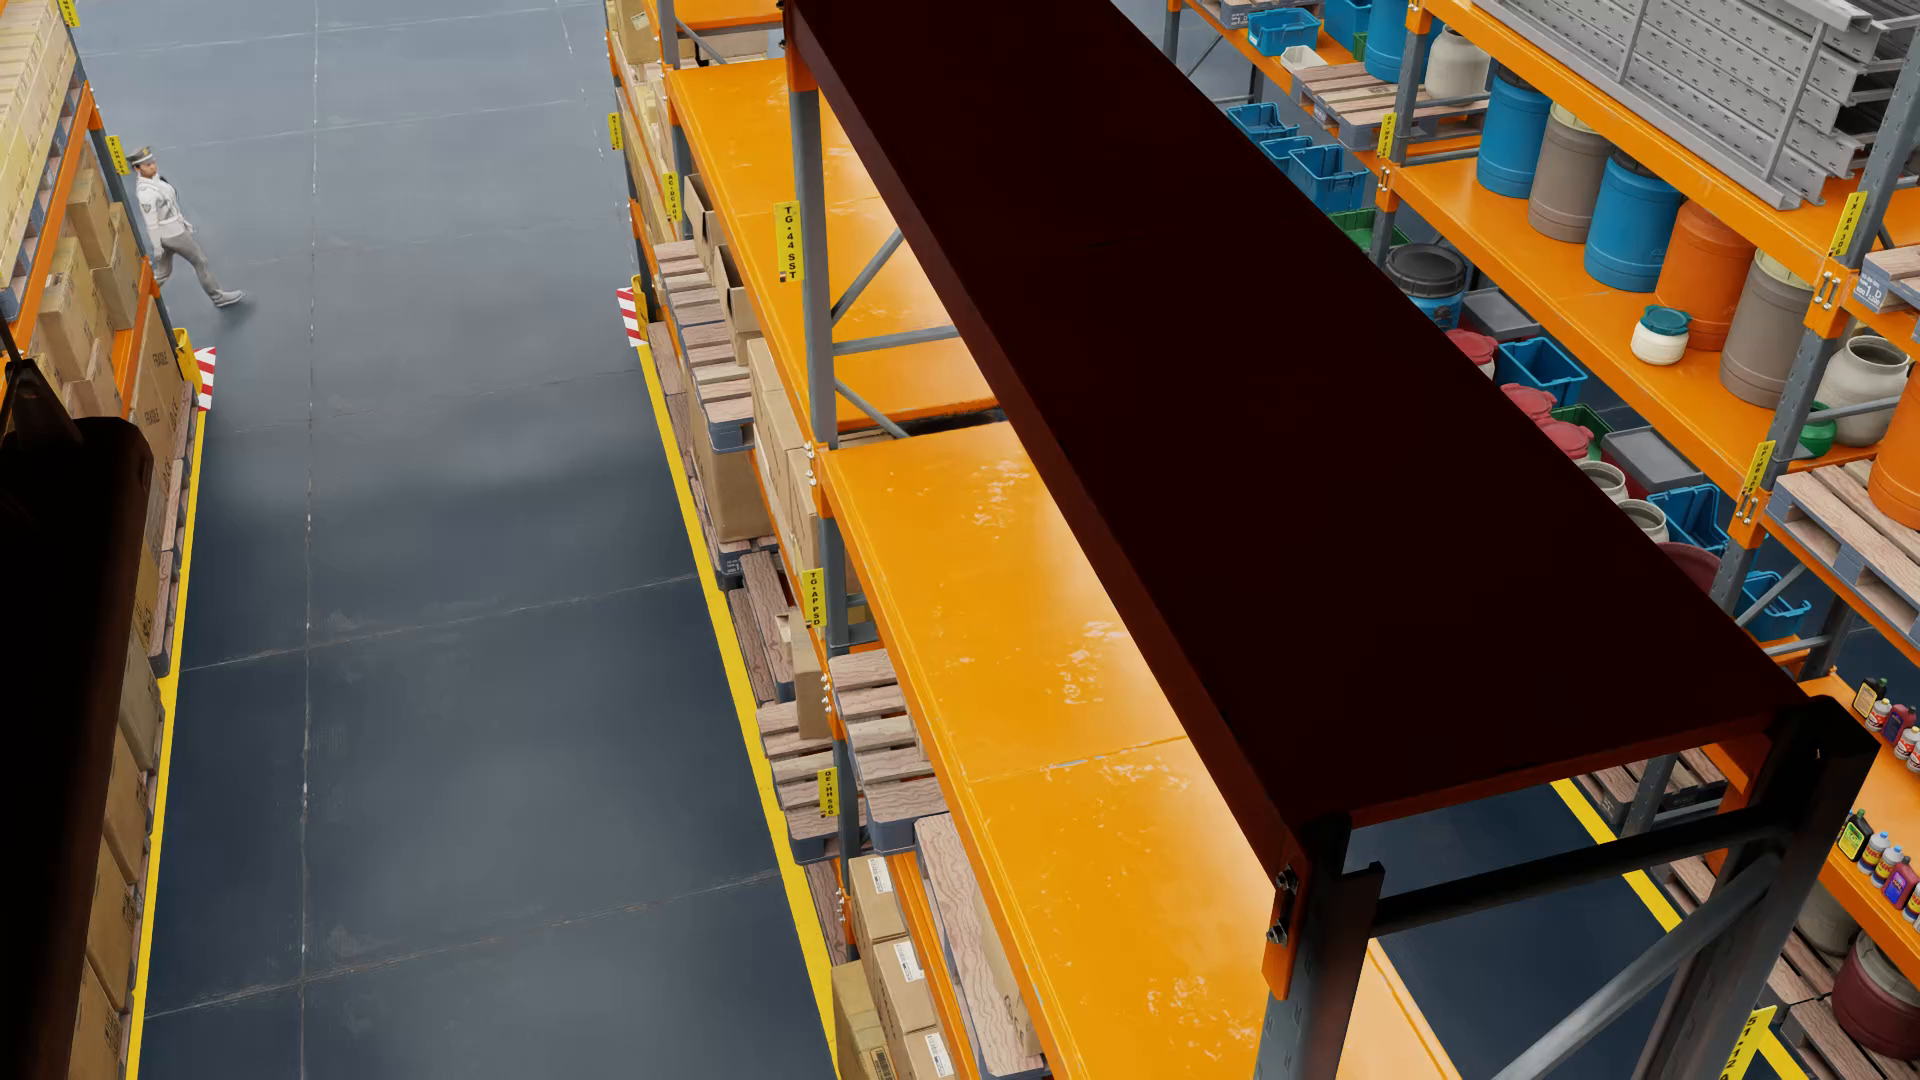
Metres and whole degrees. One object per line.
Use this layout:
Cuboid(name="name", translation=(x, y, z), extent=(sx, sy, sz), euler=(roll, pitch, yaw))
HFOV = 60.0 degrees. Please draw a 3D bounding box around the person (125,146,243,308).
Cuboid(name="person", translation=(-7.158, -2.778, 14.987), extent=(0.416, 1.648, 0.912), euler=(26, 45, 29))
